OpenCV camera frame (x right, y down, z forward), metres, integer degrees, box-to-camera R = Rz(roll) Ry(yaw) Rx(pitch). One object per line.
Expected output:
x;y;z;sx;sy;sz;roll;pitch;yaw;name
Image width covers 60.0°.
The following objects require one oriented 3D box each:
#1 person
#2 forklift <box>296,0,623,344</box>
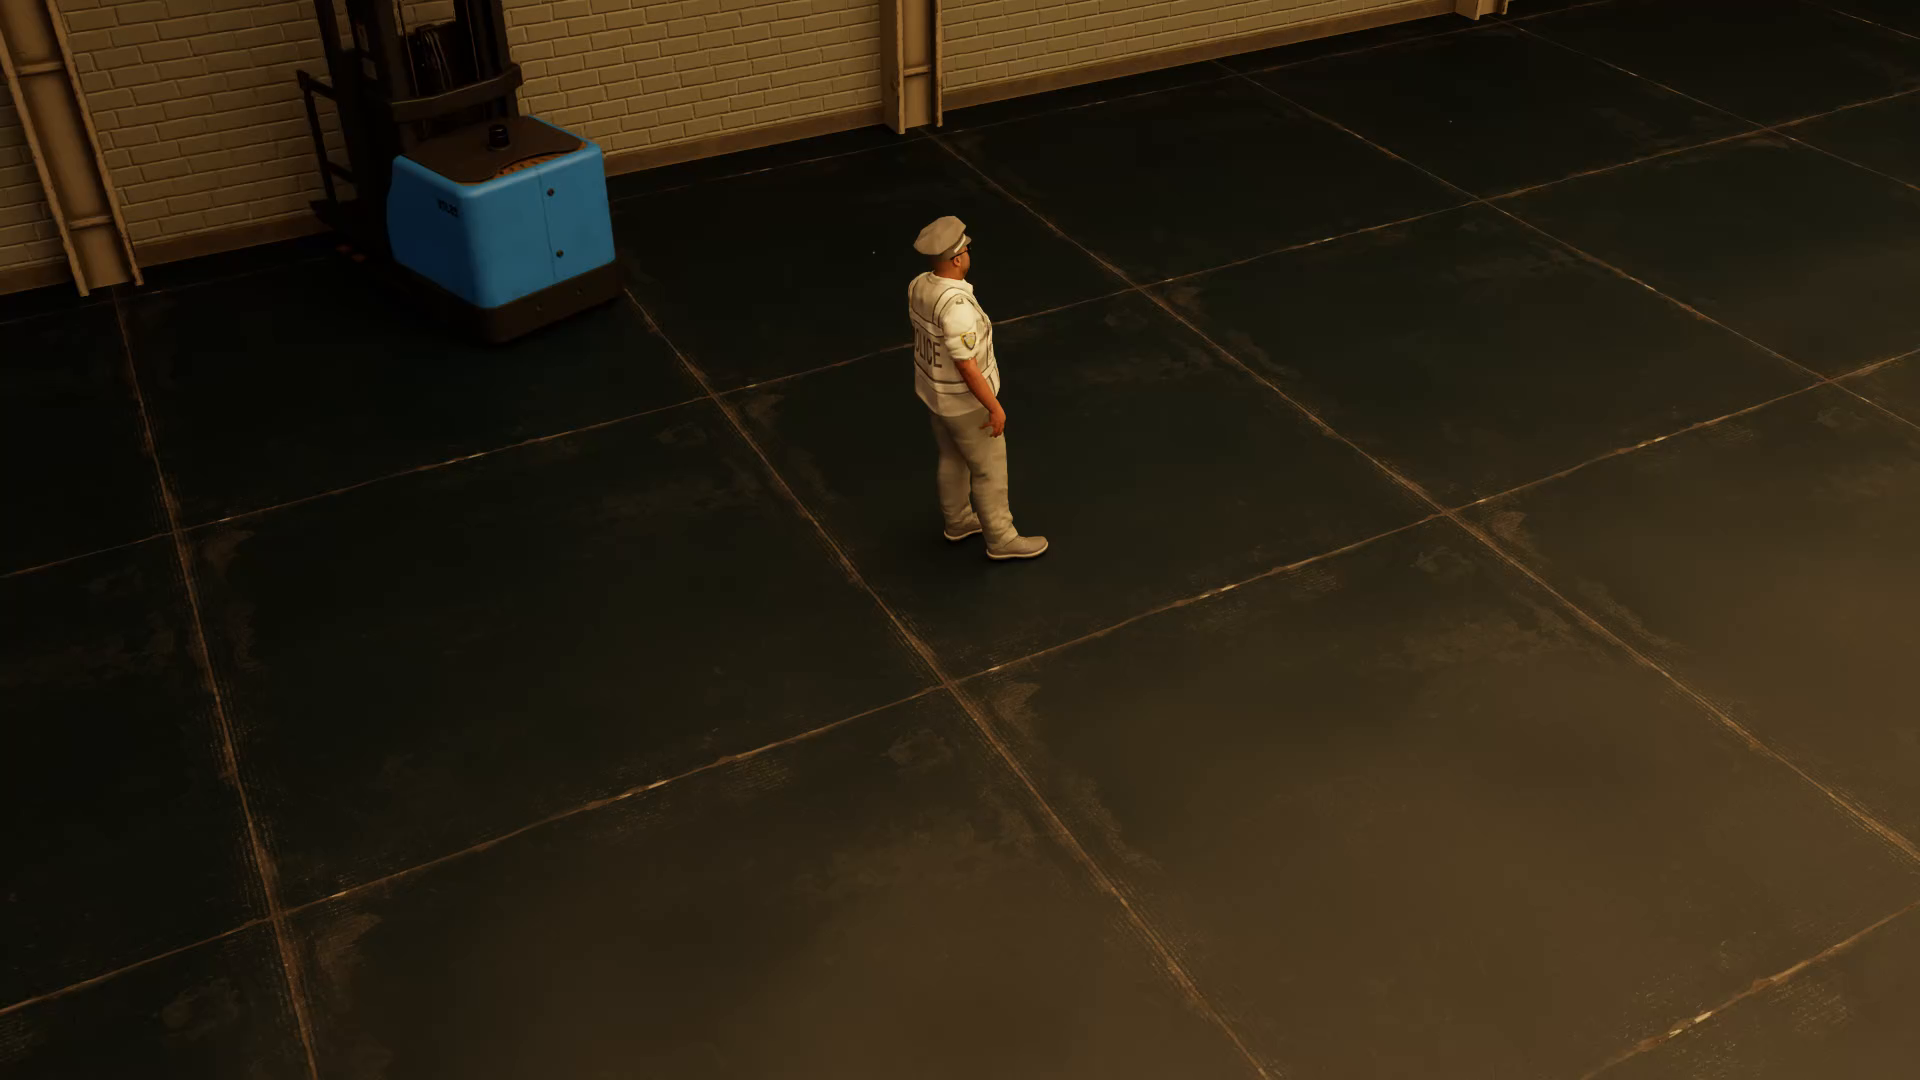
0.074;-0.749;8.165;0.574;1.780;0.641;-17;39;-23;person
-3.611;-3.139;10.564;3.031;2.935;1.130;29;44;34;forklift
